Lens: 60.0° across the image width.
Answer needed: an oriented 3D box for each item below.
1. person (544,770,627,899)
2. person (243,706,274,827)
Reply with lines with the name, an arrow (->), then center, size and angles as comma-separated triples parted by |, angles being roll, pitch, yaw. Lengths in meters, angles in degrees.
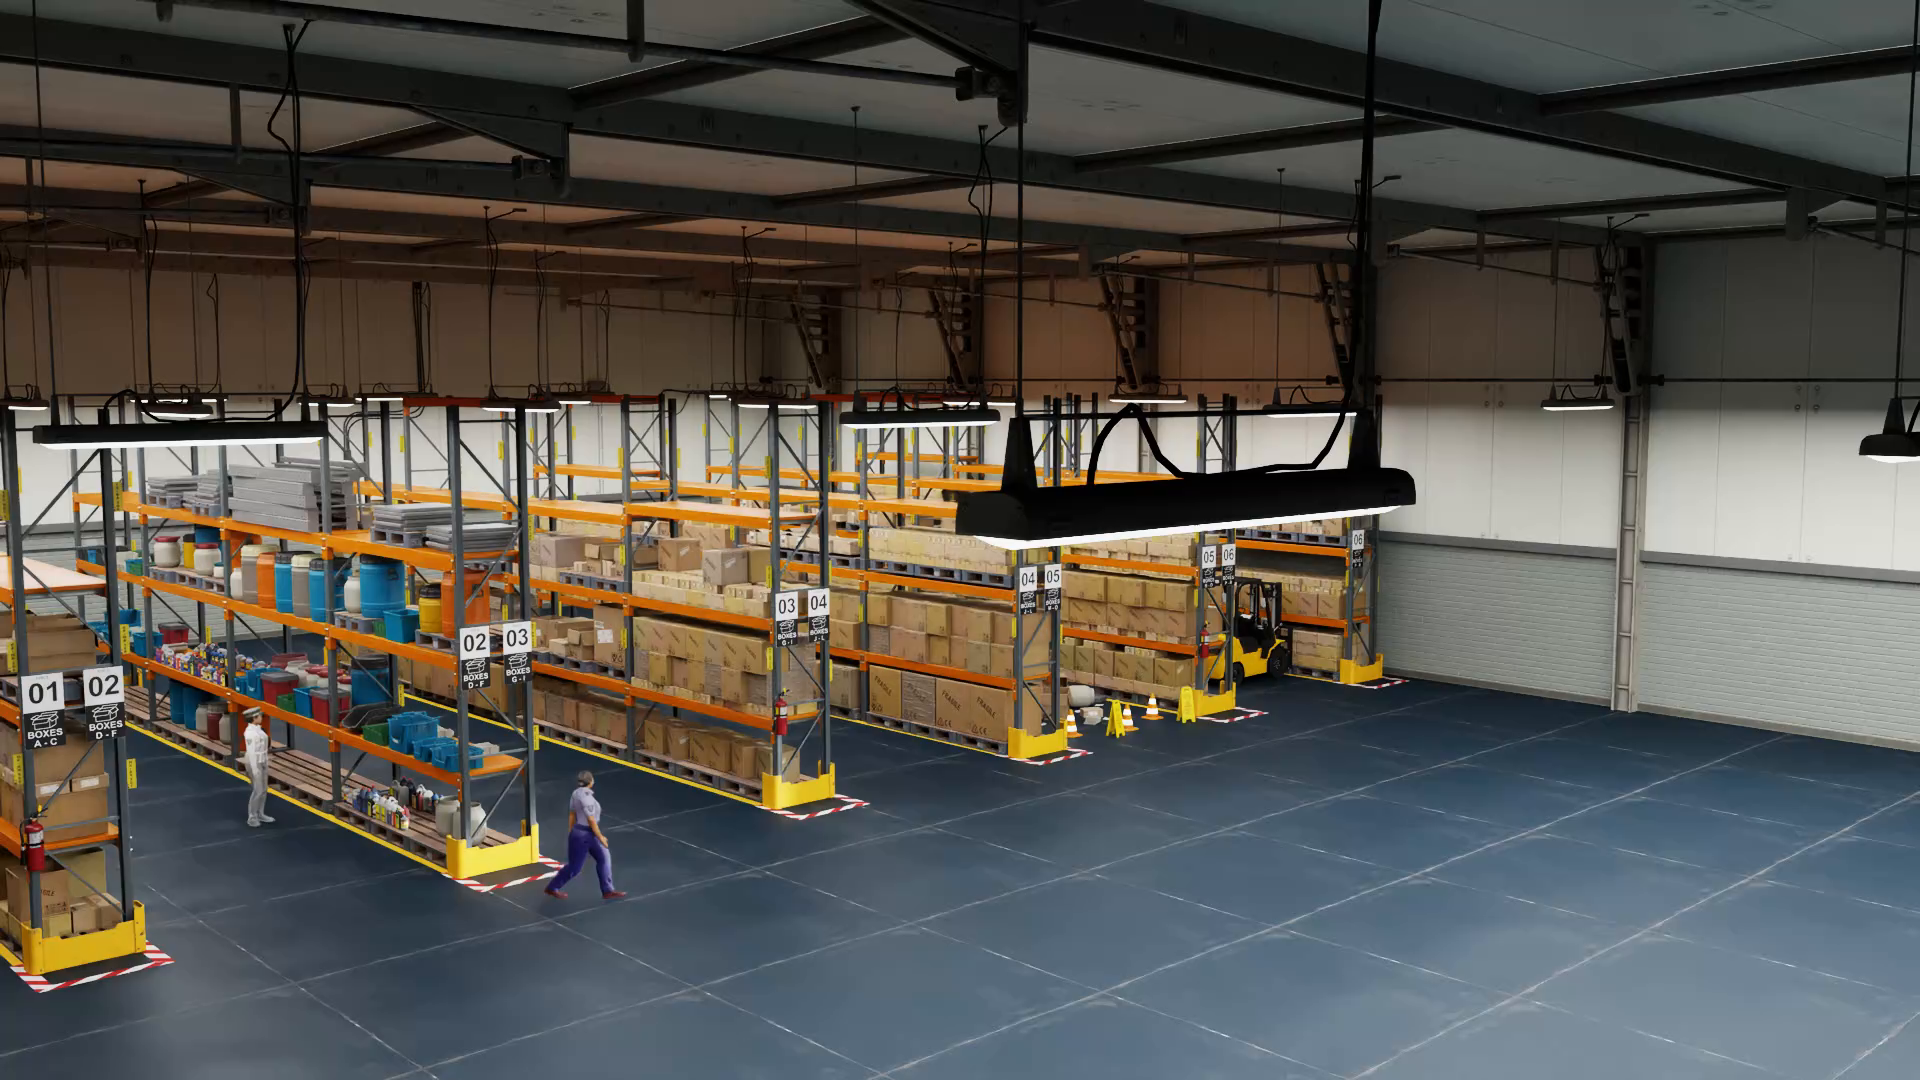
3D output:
person -> -4.559, 3.592, 20.149 | 0.965, 1.589, 0.442 | 0, 6, 5
person -> -10.032, 3.245, 23.774 | 0.361, 1.762, 0.535 | 0, 6, 1
